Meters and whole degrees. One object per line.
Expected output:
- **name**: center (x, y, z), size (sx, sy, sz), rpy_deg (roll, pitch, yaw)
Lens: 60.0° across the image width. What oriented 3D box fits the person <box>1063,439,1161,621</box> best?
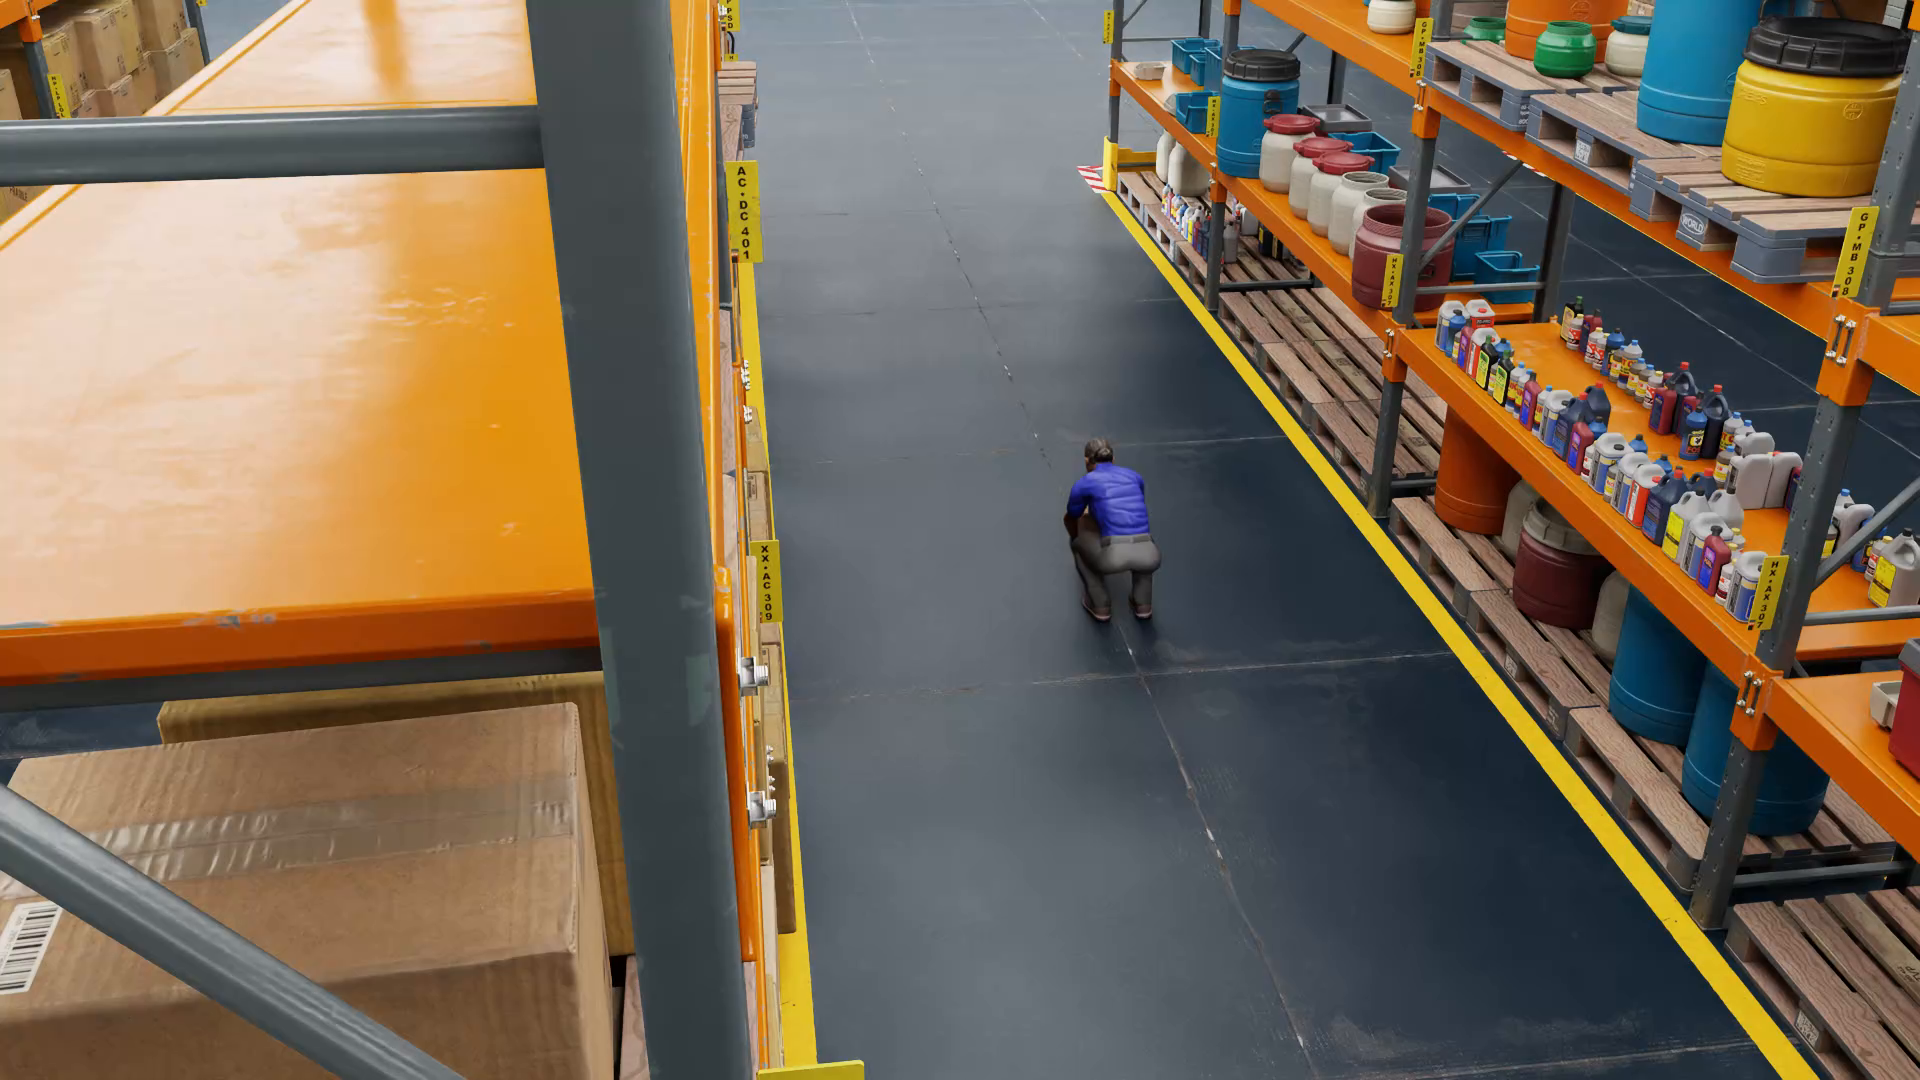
- **person**: center (0.876, -0.064, 9.574), size (0.508, 0.912, 0.831), rpy_deg (-4, 28, -7)
